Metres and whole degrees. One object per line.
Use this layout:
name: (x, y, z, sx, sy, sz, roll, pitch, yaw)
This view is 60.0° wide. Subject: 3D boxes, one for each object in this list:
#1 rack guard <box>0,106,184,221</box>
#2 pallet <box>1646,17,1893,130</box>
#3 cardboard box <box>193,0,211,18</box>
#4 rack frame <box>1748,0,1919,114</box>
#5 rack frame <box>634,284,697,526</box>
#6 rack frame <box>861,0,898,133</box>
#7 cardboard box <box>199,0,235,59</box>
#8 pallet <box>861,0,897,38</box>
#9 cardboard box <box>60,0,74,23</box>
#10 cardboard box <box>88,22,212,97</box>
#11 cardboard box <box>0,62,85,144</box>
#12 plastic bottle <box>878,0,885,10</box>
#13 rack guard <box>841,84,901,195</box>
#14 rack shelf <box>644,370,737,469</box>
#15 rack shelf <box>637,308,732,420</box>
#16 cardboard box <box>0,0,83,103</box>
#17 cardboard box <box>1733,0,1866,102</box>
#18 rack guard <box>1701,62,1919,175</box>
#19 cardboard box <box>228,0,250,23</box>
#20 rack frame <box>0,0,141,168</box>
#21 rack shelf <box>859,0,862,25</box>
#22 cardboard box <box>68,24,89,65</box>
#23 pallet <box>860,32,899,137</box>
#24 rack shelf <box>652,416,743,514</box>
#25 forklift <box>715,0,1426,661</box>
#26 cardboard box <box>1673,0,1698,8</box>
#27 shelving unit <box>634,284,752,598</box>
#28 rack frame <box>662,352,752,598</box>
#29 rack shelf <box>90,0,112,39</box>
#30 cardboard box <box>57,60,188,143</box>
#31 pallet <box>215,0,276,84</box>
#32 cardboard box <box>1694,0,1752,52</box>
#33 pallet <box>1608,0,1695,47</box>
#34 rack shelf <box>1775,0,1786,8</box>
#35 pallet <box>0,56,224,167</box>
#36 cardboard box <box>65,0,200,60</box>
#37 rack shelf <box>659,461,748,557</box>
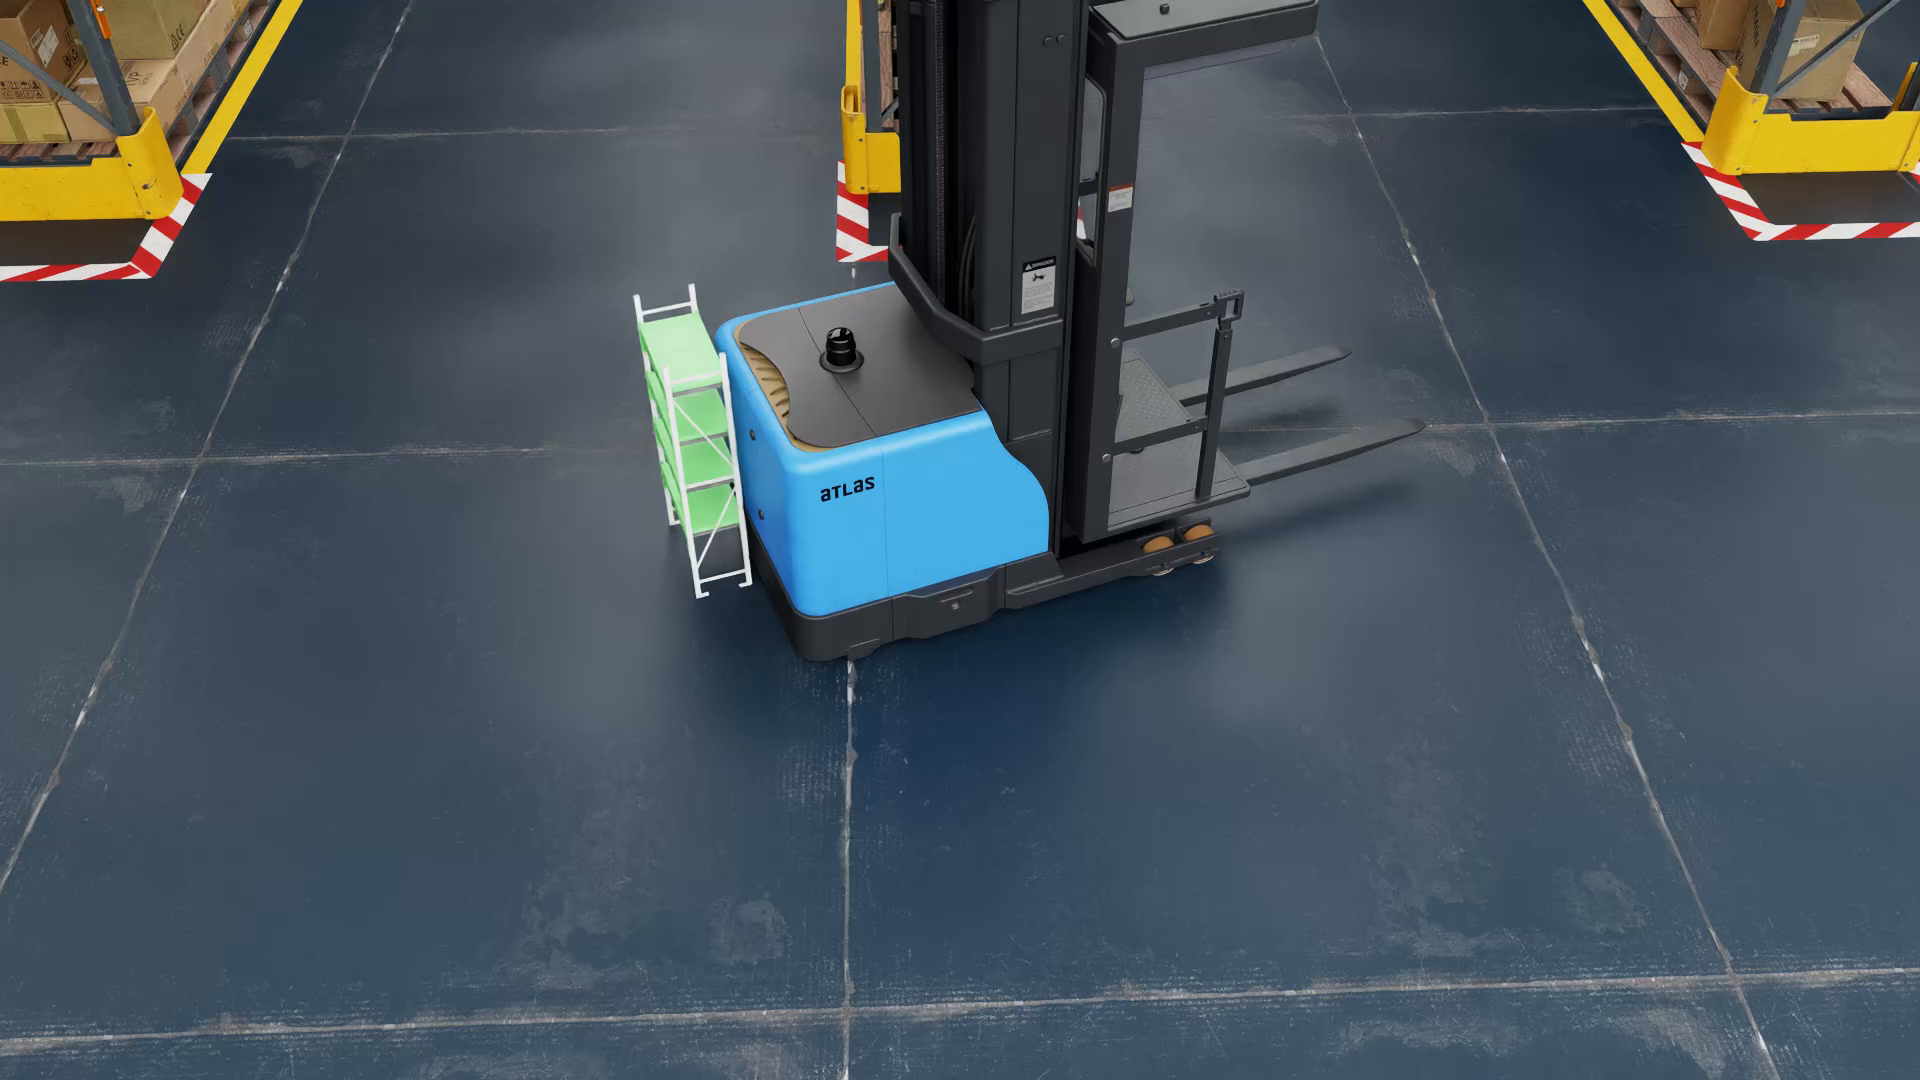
rack guard: (-4.964, -2.058, 9.126, 1.175, 0.500, 0.348, -2, 43, -2)
pallet: (4.930, -2.851, 10.204, 1.003, 0.211, 1.213, -2, 43, -2)
cardboard box: (-4.823, -3.457, 9.970, 0.500, 0.500, 0.500, -2, 43, -2)
rack frame: (4.932, -3.278, 8.606, 1.000, 3.000, 0.127, -2, 43, -2)
rack frame: (-1.165, -0.539, 6.950, 0.240, 1.200, 0.015, -14, 44, -15)
rack frame: (-0.016, -3.136, 8.451, 1.000, 3.000, 0.127, -2, 43, -2)
cardboard box: (-4.812, -3.181, 10.224, 0.500, 0.250, 0.500, -2, 43, -2)
pallet: (-0.145, -3.528, 10.943, 1.003, 0.211, 1.213, -2, 43, -2)
cardboard box: (-5.343, -3.442, 9.954, 0.500, 0.500, 0.500, -2, 43, -2)
cardboard box: (-4.791, -2.843, 9.856, 0.500, 0.250, 0.500, -2, 43, -2)
cardboard box: (-5.283, -2.491, 9.472, 0.500, 0.250, 0.500, -2, 43, -2)
plastic bottle: (-0.532, -3.494, 10.587, 0.097, 0.201, 0.097, 0, 43, 0)
rack guard: (-0.067, -2.264, 9.350, 1.175, 0.500, 0.348, -2, 43, -2)
rack shelf: (-1.080, -0.514, 6.662, 0.258, 0.148, 0.480, -14, 44, -15)
rack shelf: (-1.080, -0.691, 6.500, 0.258, 0.148, 0.480, -14, 44, -15)
cardboard box: (-5.285, -2.767, 9.218, 0.500, 0.500, 0.500, -2, 43, -2)
cardboard box: (4.922, -2.933, 9.769, 0.500, 0.500, 0.500, 6, 43, 6)
rack guard: (4.929, -2.408, 9.507, 1.175, 0.500, 0.348, -2, 43, -2)
cardboard box: (-4.828, -3.518, 10.593, 0.500, 0.250, 0.500, -2, 43, -2)
rack frame: (-4.965, -2.996, 8.299, 1.000, 3.000, 0.127, -2, 43, -2)
rack shelf: (-0.101, -4.221, 10.167, 1.077, 0.370, 4.000, -2, 43, -2)
cardboard box: (-5.317, -2.828, 9.839, 0.500, 0.250, 0.500, -2, 43, -2)
pallet: (-0.096, -2.706, 10.046, 1.003, 0.211, 1.213, -2, 43, -2)
rack shelf: (-1.080, -0.337, 6.824, 0.258, 0.148, 0.480, -14, 44, -15)
forklift: (0.576, -1.244, 6.438, 3.031, 2.935, 1.130, -16, 45, -17)
cardboard box: (4.855, -3.759, 10.670, 0.500, 0.500, 0.500, 2, 43, 2)
shelving unit: (-1.080, -0.384, 6.781, 0.258, 1.200, 0.503, -14, 44, -15)
rack frame: (-0.995, -0.230, 6.613, 0.240, 1.200, 0.015, -14, 44, -15)
rack shelf: (-5.050, -4.081, 10.015, 1.077, 0.370, 4.000, -2, 43, -2)
cardboard box: (-4.766, -2.506, 9.488, 0.500, 0.250, 0.500, -2, 43, -2)
pallet: (-5.088, -3.305, 10.699, 1.003, 0.211, 1.213, -2, 43, -2)
cardboard box: (4.863, -3.336, 10.208, 0.500, 0.500, 0.500, 9, 43, 9)
pallet: (4.881, -3.672, 11.100, 1.003, 0.211, 1.213, -2, 43, -2)
rack shelf: (4.847, -4.363, 10.322, 1.077, 0.370, 4.000, -2, 43, -2)
pallet: (-5.040, -2.483, 9.803, 1.003, 0.211, 1.213, -2, 43, -2)
cardboard box: (-4.789, -3.120, 9.603, 0.500, 0.500, 0.500, -2, 43, -2)
rack shelf: (-1.080, -0.160, 6.987, 0.258, 0.148, 0.480, -14, 44, -15)
